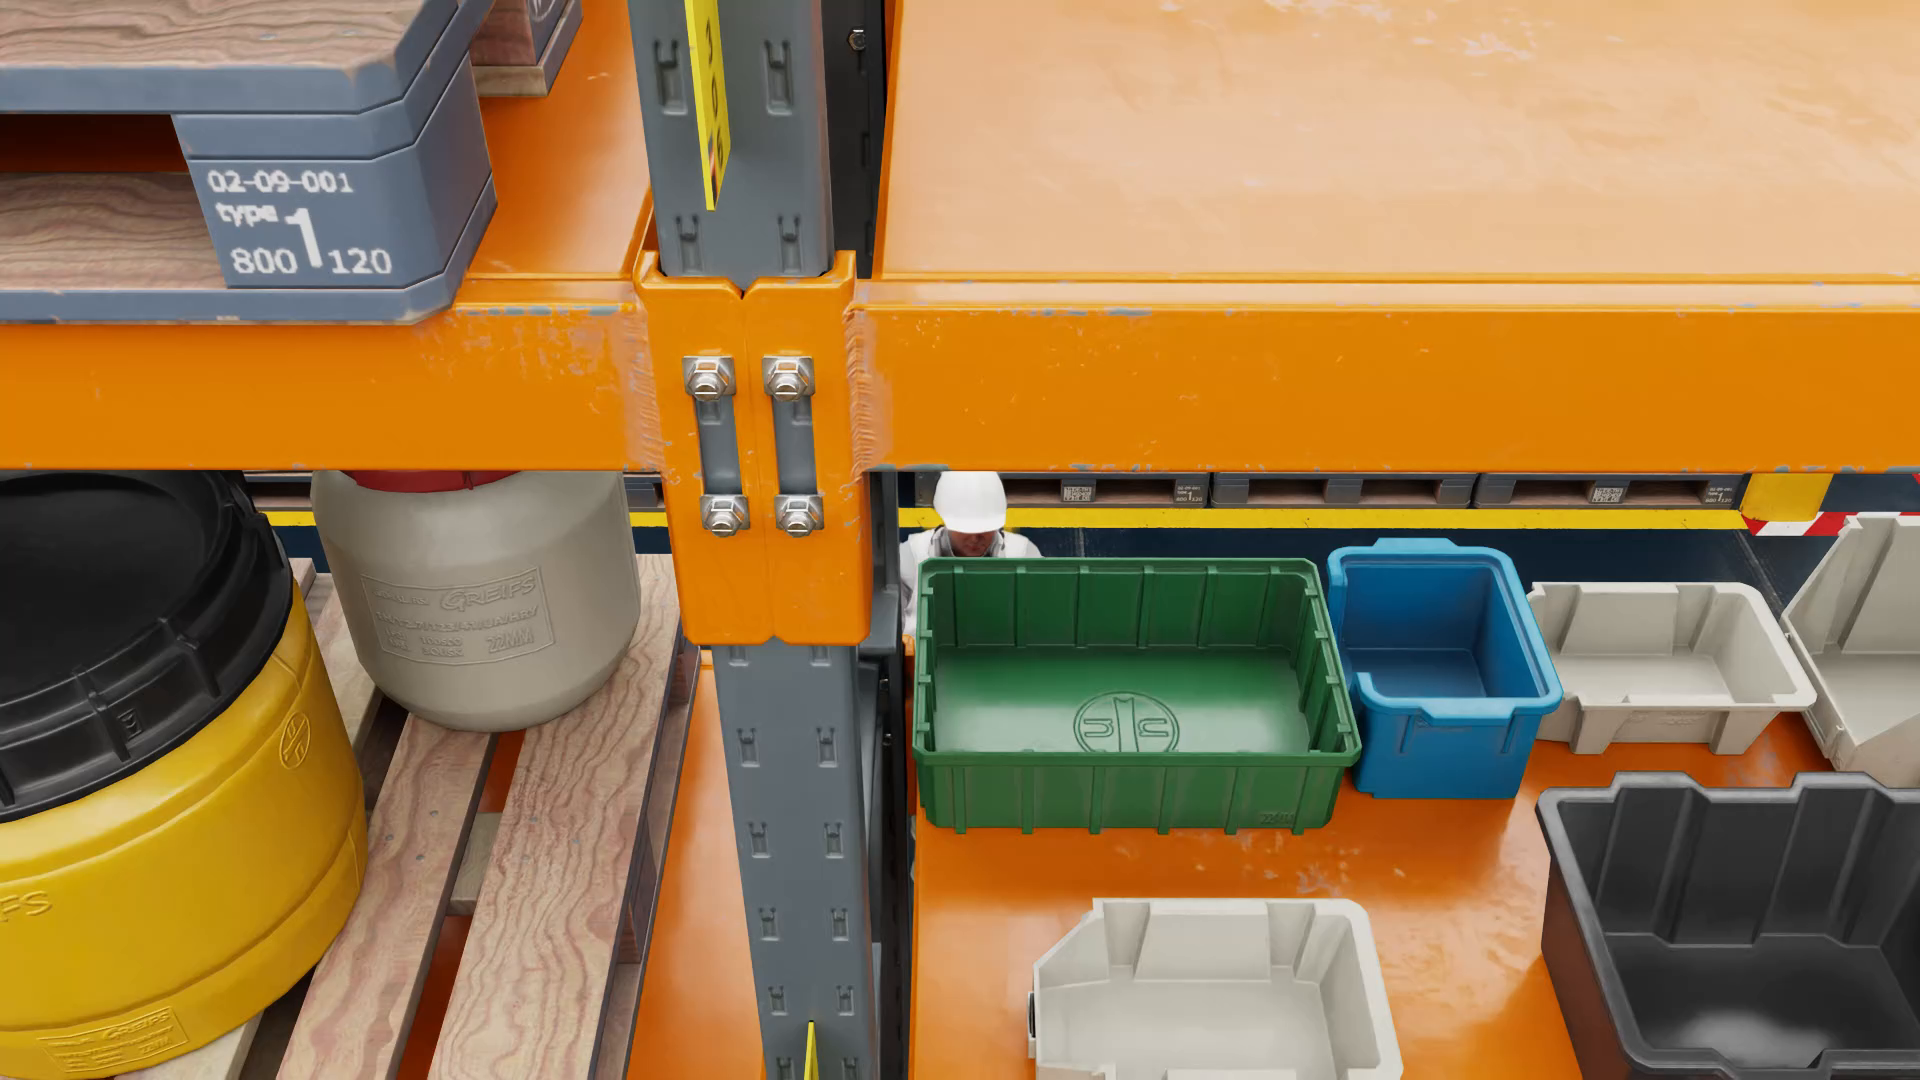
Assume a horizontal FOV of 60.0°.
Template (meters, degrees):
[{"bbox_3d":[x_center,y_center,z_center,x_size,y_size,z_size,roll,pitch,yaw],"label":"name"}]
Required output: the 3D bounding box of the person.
[{"bbox_3d":[0.017,0.556,5.600,0.447,1.472,0.358,1,39,1],"label":"person"}]
